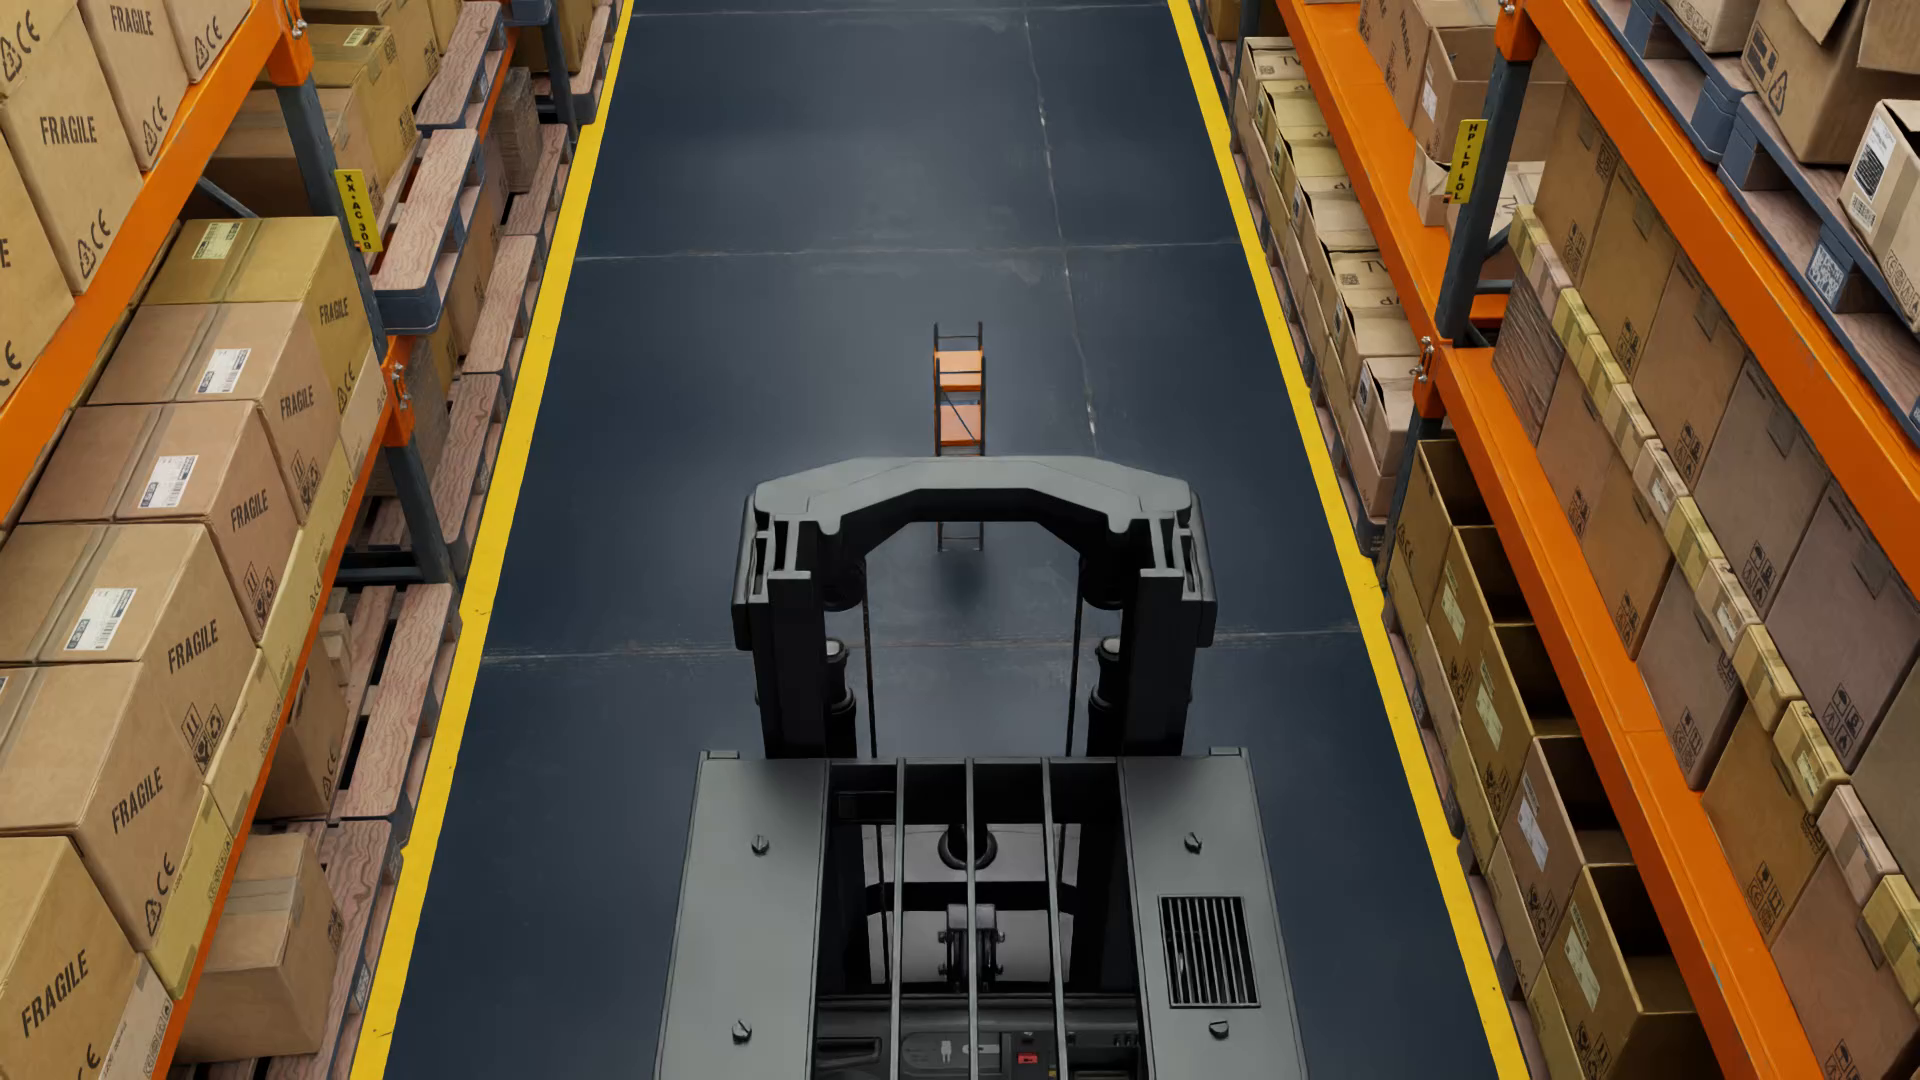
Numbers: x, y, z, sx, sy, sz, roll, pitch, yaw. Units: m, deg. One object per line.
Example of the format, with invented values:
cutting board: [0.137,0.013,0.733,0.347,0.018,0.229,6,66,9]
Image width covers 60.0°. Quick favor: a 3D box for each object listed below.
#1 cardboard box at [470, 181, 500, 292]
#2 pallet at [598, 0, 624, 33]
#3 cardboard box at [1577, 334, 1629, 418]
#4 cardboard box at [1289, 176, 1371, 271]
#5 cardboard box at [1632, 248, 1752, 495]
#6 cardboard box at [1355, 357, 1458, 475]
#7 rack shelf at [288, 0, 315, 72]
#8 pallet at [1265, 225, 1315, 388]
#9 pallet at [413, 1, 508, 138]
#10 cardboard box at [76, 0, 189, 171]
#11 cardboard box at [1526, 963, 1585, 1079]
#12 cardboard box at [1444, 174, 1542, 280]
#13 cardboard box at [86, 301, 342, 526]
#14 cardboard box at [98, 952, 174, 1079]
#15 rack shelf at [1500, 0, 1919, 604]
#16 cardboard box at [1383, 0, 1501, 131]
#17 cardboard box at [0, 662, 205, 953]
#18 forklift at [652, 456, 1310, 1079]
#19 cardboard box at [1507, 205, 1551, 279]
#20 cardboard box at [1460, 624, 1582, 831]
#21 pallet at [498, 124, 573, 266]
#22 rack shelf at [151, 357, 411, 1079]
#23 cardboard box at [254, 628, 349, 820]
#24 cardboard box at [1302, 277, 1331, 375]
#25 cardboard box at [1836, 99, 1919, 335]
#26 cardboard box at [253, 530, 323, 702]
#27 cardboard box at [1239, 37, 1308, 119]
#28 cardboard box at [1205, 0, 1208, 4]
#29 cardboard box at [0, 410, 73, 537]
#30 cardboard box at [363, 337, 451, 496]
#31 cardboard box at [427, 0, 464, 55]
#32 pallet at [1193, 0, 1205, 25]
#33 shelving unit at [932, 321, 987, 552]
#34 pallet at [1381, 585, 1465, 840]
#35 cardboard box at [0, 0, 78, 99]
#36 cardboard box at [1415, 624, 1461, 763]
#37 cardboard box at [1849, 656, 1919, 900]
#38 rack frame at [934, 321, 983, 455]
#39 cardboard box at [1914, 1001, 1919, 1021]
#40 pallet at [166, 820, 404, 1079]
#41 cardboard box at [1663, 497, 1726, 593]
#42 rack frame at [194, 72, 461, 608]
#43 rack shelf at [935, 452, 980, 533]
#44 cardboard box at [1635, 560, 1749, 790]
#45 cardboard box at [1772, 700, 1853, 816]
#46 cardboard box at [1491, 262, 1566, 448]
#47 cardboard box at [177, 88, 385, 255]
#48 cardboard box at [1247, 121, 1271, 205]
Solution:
cardboard box: [-2.768,-1.574,8.421,0.700,0.500,0.500,-2,43,-2]
pallet: [-2.813,-3.831,11.423,1.003,0.211,1.213,-2,43,-2]
cardboard box: [2.167,-0.516,5.189,0.380,0.149,0.250,-2,43,-2]
cardboard box: [1.945,-1.588,8.221,0.500,0.311,0.500,-2,43,-2]
cardboard box: [2.382,-0.484,4.674,0.700,0.500,0.500,-2,43,-2]
cardboard box: [2.010,-0.561,7.100,0.500,0.311,0.500,-2,43,-2]
rack shelf: [-2.721,-2.994,6.758,1.077,0.370,4.000,-2,43,-2]
pallet: [2.188,-1.241,8.598,1.003,0.211,1.213,-2,43,-2]
pallet: [-2.681,-2.097,7.610,1.003,0.211,1.213,-2,43,-2]
cardboard box: [-2.359,-1.277,4.264,0.500,0.500,0.500,-5,43,-5]
cardboard box: [2.109,1.583,5.176,0.500,0.250,0.500,-2,43,-2]
cardboard box: [2.249,-1.223,6.625,0.500,0.250,0.500,1,43,1]
cardboard box: [-2.280,-0.384,5.140,0.500,0.500,0.500,-2,43,-2]
cardboard box: [-2.206,1.257,3.905,0.500,0.250,0.500,-3,43,-3]
rack shelf: [2.398,-0.438,3.970,1.077,0.370,4.000,-2,43,-2]
cardboard box: [2.253,-2.197,7.503,0.500,0.500,0.500,-2,43,-2]
cardboard box: [-2.213,0.655,4.006,0.500,0.500,0.500,-3,43,-3]
forklift: [0.031,1.373,3.733,1.130,2.935,3.031,0,43,0]
cardboard box: [2.131,-1.036,5.756,0.380,0.149,0.250,-2,43,-2]
cardboard box: [2.063,0.632,5.659,0.500,0.500,0.500,-2,43,-2]
pallet: [-2.774,-1.948,9.368,1.003,0.211,1.213,-2,43,-2]
rack shelf: [-2.551,0.813,4.826,1.077,0.370,4.000,-2,43,-2]
cardboard box: [-2.552,0.656,5.988,0.500,0.500,0.500,-5,43,-5]
cardboard box: [1.964,-1.047,8.046,0.500,0.250,0.500,-1,43,-1]
cardboard box: [2.147,-0.672,3.344,0.500,0.311,0.500,3,43,3]
cardboard box: [-2.263,0.232,5.023,0.500,0.250,0.500,-2,43,-2]
cardboard box: [1.872,-2.634,9.362,0.500,0.311,0.500,0,43,0]
cardboard box: [1.847,-3.863,10.918,0.500,0.500,0.500,-3,43,-3]
cardboard box: [-2.791,-0.022,4.745,0.500,0.500,0.500,-1,43,-1]
cardboard box: [-2.684,-0.540,7.293,0.700,0.500,0.500,0,43,0]
cardboard box: [-2.701,-2.545,7.556,0.700,0.500,0.500,-2,43,-2]
pallet: [2.101,-3.947,11.549,1.003,0.211,1.213,-2,43,-2]
shelving unit: [-0.002,-0.423,7.084,0.215,1.050,0.252,-2,43,-2]
pallet: [2.305,0.619,6.569,1.003,0.211,1.213,-2,43,-2]
cardboard box: [-2.277,-1.269,3.515,0.500,0.500,0.500,-3,43,-3]
cardboard box: [2.046,0.571,6.281,0.500,0.250,0.500,-2,43,-2]
cardboard box: [2.446,0.532,3.566,0.700,0.500,0.500,-3,43,-3]
rack frame: [-0.007,-0.506,7.174,0.200,1.050,0.008,-2,43,-2]
cardboard box: [2.264,1.048,3.483,0.380,0.149,0.250,-1,43,-1]
pallet: [-2.517,1.503,5.604,1.003,0.211,1.213,-2,43,-2]
cardboard box: [2.200,0.009,4.616,0.380,0.149,0.250,-2,43,-2]
rack frame: [-2.636,-0.803,6.056,1.000,3.000,0.127,-2,43,-2]
rack shelf: [-0.002,-0.210,7.279,0.215,0.259,0.240,-2,43,-2]
cardboard box: [2.407,0.356,4.718,0.700,0.500,0.500,0,43,-1]
cardboard box: [2.233,0.528,4.050,0.380,0.149,0.250,0,43,0]
cardboard box: [2.338,-0.685,5.853,0.700,0.500,0.500,-3,43,-3]
cardboard box: [-2.623,-1.346,6.249,0.700,0.500,0.500,-2,43,-2]
cardboard box: [1.894,-2.088,9.182,0.500,0.250,0.500,-3,43,-3]
